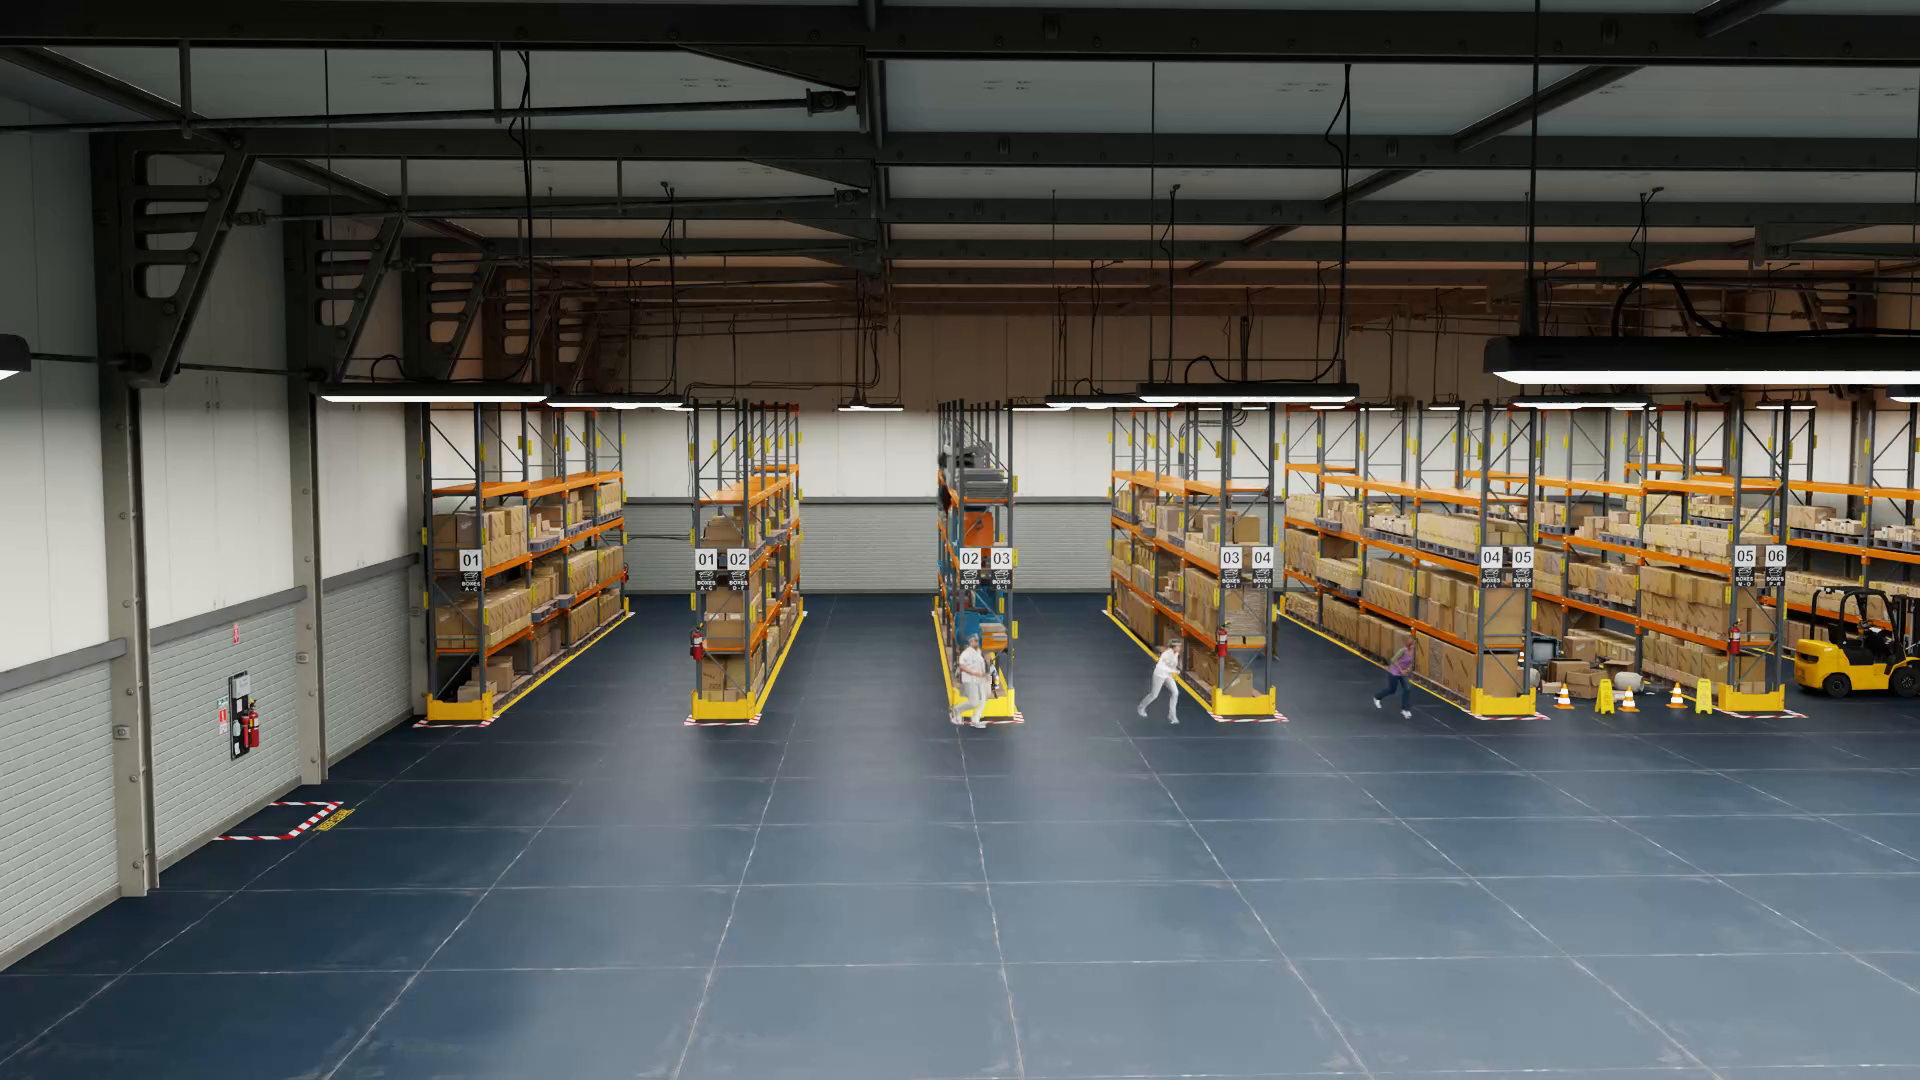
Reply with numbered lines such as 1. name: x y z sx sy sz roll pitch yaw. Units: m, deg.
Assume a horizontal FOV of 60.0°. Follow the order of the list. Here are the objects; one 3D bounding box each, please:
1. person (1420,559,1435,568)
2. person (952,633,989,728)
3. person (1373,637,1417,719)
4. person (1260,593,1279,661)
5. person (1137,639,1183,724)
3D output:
1. person: 14.034 1.049 50.117 0.737 1.802 0.672 -2 5 -25
2. person: 0.213 2.548 30.332 0.680 1.741 0.658 3 5 32
3. person: 8.255 2.582 31.600 0.570 1.547 0.914 -4 6 -45
4. person: 7.176 1.883 38.863 0.707 1.781 1.030 -1 5 -16
5. person: 3.745 2.611 30.964 0.924 1.623 0.657 3 6 38
